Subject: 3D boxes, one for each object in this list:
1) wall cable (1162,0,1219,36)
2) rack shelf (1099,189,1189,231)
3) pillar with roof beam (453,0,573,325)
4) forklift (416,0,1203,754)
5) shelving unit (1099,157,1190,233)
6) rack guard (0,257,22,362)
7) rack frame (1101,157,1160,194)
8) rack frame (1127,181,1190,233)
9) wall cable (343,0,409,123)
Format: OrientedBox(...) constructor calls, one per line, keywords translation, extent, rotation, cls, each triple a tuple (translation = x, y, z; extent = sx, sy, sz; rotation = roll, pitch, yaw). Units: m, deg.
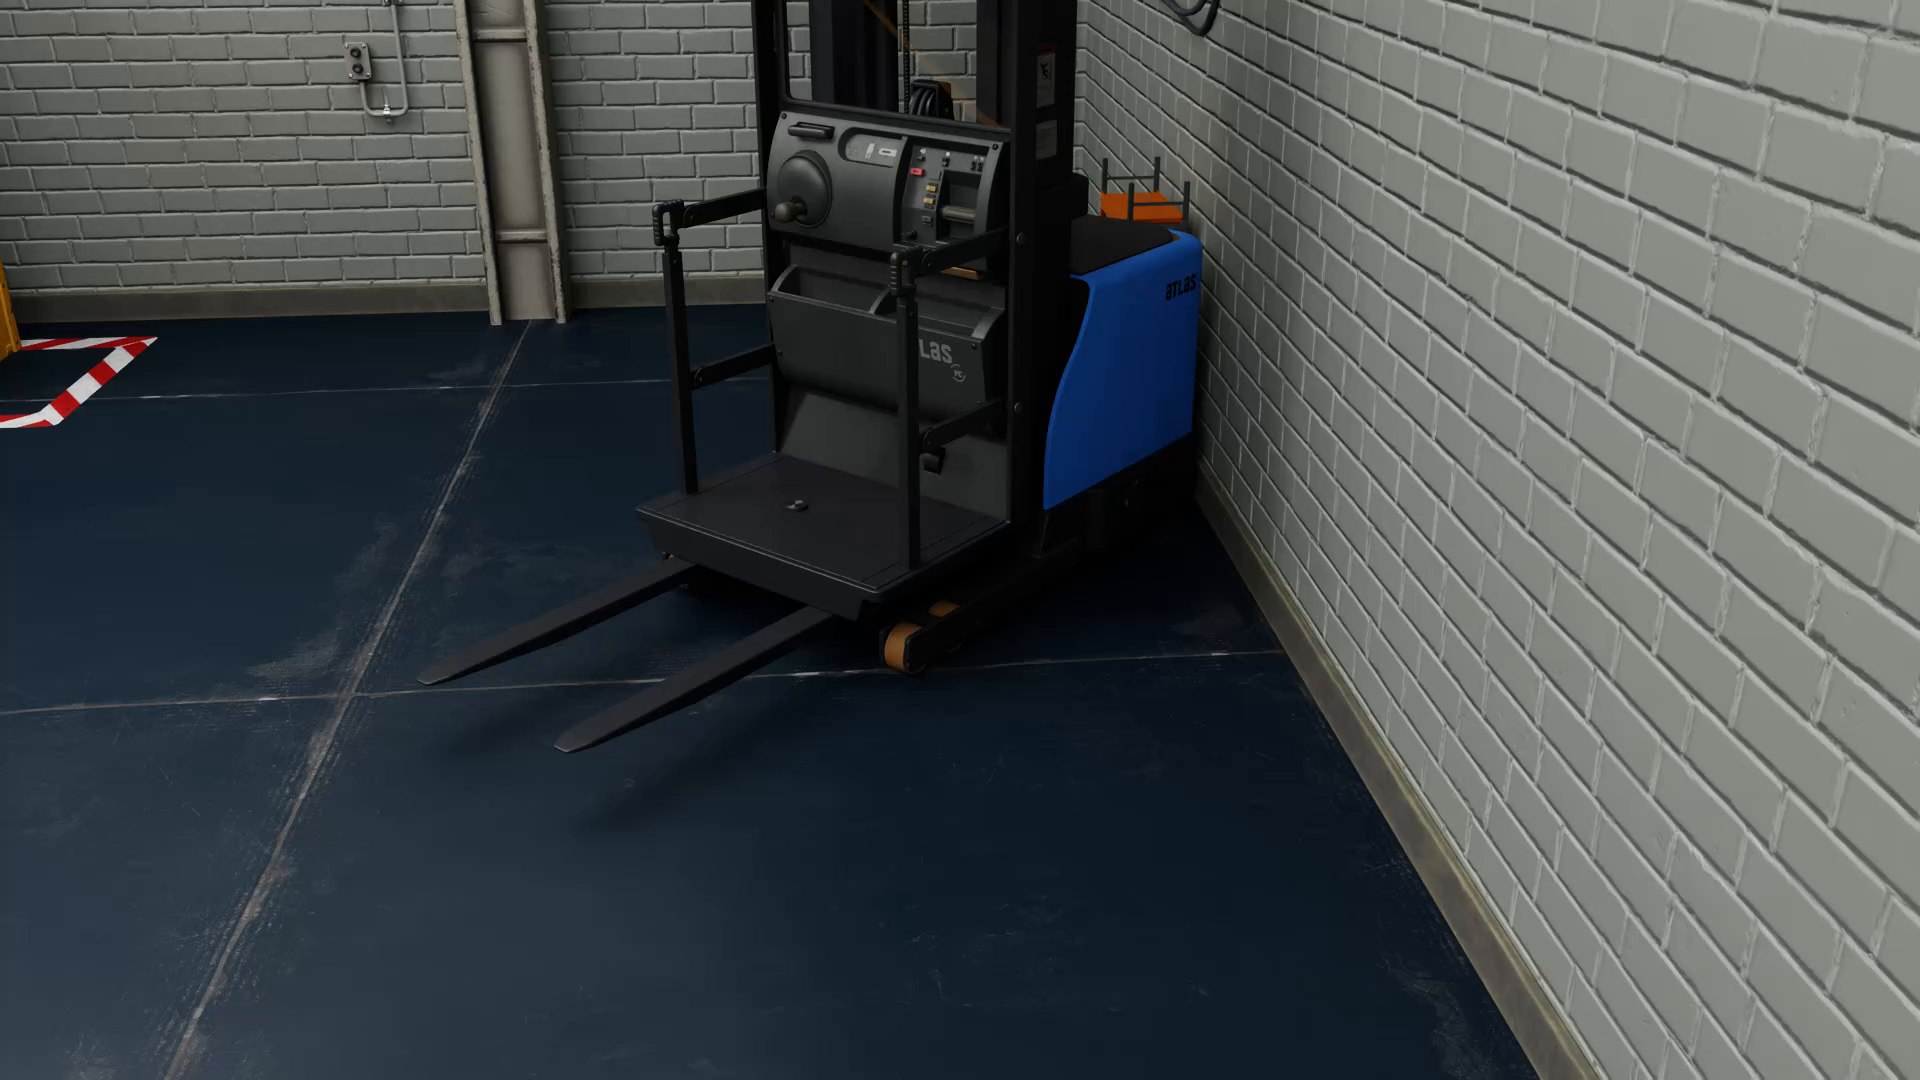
OrientedBox(translation=(0.758, -3.527, 6.929), extent=(0.112, 2.526, 3.097), rotation=(-2, 24, -5), cls="wall cable")
OrientedBox(translation=(0.735, -1.283, 6.692), extent=(0.258, 0.148, 0.480), rotation=(-3, 24, -7), cls="rack shelf")
OrientedBox(translation=(-1.881, -3.582, 3.229), extent=(0.400, 9.000, 9.100), rotation=(-2, 24, -5), cls="pillar with roof beam")
OrientedBox(translation=(-0.383, -1.138, 5.203), extent=(1.130, 2.935, 3.031), rotation=(17, 29, 34), cls="forklift")
OrientedBox(translation=(0.735, -0.924, 6.852), extent=(0.258, 1.200, 0.503), rotation=(-3, 24, -7), cls="shelving unit")
OrientedBox(translation=(-4.882, -0.982, 7.843), extent=(0.348, 0.500, 1.175), rotation=(-2, 24, -5), cls="rack guard")
OrientedBox(translation=(0.704, -1.022, 7.073), extent=(0.240, 1.200, 0.015), rotation=(-3, 24, -7), cls="rack frame")
OrientedBox(translation=(0.766, -0.826, 6.630), extent=(0.240, 1.200, 0.015), rotation=(-3, 24, -7), cls="rack frame")
OrientedBox(translation=(-3.725, -3.021, 8.102), extent=(1.851, 1.984, 0.084), rotation=(-2, 24, -5), cls="wall cable")
